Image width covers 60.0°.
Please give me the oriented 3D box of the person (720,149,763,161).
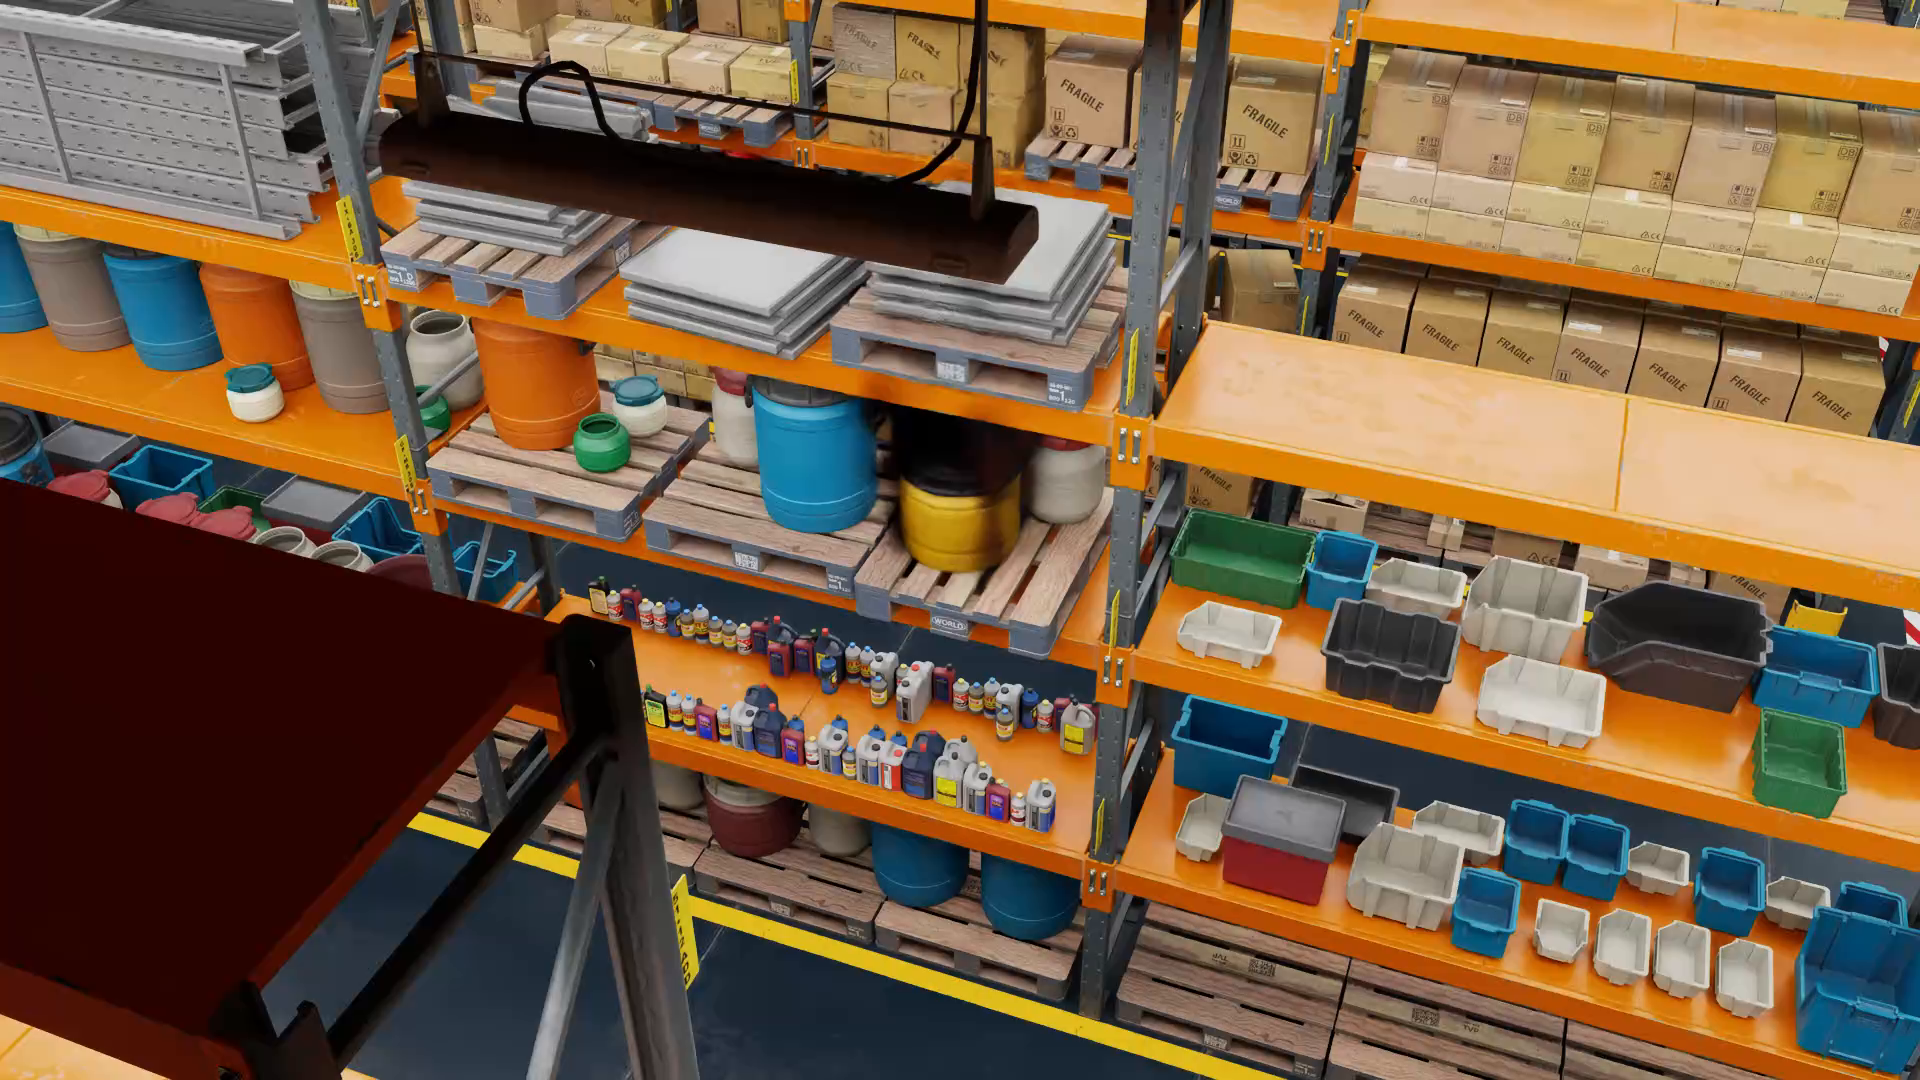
[{"bbox_3d":[-2.176,-3.325,16.485,0.647,1.700,0.653,9,38,13],"label":"person"}]
